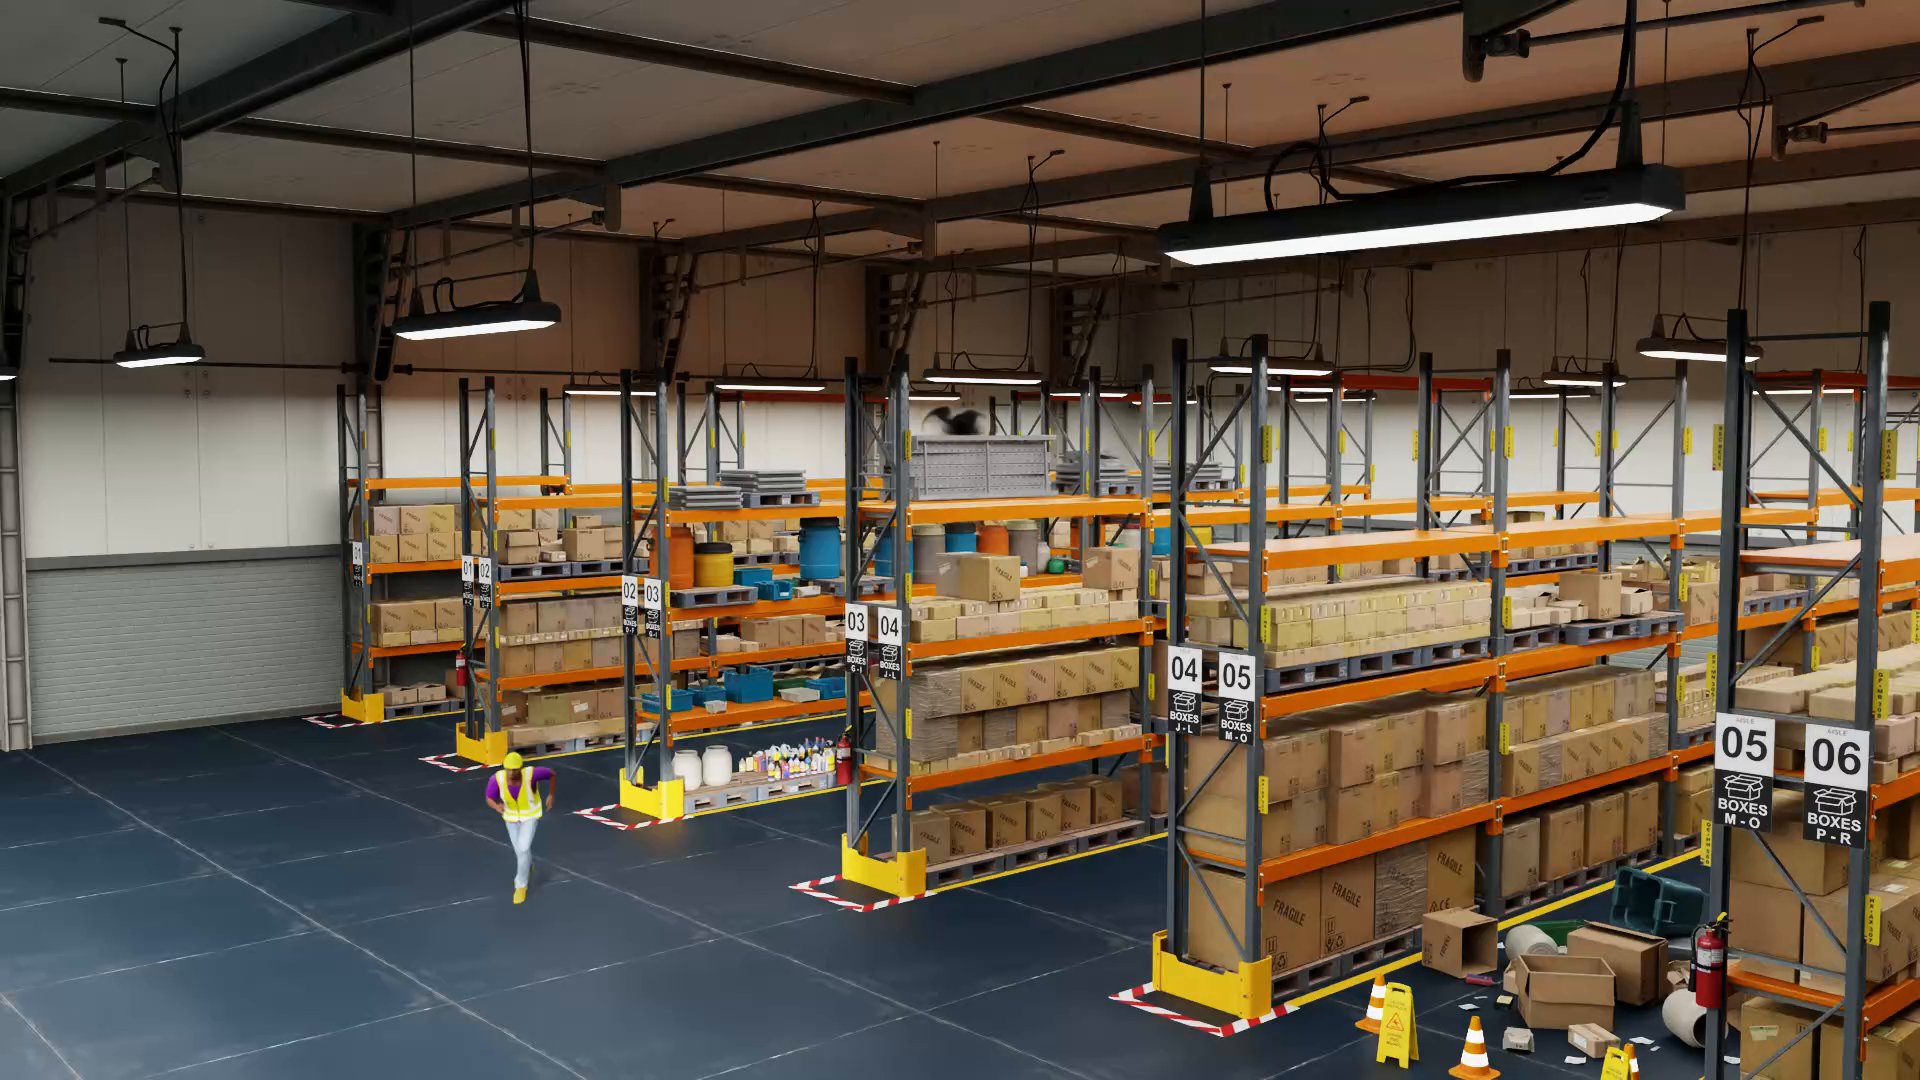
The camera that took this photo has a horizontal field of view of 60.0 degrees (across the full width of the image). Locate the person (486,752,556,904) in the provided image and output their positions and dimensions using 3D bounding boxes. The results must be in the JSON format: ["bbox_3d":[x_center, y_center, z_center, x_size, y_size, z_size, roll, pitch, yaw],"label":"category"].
[{"bbox_3d":[-4.864,3.145,18.496,0.744,1.716,1.028,0,4,-3],"label":"person"}]

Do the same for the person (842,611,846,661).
[{"bbox_3d":[-2.228,2.041,34.808,0.669,1.684,0.760,3,5,39],"label":"person"}]
